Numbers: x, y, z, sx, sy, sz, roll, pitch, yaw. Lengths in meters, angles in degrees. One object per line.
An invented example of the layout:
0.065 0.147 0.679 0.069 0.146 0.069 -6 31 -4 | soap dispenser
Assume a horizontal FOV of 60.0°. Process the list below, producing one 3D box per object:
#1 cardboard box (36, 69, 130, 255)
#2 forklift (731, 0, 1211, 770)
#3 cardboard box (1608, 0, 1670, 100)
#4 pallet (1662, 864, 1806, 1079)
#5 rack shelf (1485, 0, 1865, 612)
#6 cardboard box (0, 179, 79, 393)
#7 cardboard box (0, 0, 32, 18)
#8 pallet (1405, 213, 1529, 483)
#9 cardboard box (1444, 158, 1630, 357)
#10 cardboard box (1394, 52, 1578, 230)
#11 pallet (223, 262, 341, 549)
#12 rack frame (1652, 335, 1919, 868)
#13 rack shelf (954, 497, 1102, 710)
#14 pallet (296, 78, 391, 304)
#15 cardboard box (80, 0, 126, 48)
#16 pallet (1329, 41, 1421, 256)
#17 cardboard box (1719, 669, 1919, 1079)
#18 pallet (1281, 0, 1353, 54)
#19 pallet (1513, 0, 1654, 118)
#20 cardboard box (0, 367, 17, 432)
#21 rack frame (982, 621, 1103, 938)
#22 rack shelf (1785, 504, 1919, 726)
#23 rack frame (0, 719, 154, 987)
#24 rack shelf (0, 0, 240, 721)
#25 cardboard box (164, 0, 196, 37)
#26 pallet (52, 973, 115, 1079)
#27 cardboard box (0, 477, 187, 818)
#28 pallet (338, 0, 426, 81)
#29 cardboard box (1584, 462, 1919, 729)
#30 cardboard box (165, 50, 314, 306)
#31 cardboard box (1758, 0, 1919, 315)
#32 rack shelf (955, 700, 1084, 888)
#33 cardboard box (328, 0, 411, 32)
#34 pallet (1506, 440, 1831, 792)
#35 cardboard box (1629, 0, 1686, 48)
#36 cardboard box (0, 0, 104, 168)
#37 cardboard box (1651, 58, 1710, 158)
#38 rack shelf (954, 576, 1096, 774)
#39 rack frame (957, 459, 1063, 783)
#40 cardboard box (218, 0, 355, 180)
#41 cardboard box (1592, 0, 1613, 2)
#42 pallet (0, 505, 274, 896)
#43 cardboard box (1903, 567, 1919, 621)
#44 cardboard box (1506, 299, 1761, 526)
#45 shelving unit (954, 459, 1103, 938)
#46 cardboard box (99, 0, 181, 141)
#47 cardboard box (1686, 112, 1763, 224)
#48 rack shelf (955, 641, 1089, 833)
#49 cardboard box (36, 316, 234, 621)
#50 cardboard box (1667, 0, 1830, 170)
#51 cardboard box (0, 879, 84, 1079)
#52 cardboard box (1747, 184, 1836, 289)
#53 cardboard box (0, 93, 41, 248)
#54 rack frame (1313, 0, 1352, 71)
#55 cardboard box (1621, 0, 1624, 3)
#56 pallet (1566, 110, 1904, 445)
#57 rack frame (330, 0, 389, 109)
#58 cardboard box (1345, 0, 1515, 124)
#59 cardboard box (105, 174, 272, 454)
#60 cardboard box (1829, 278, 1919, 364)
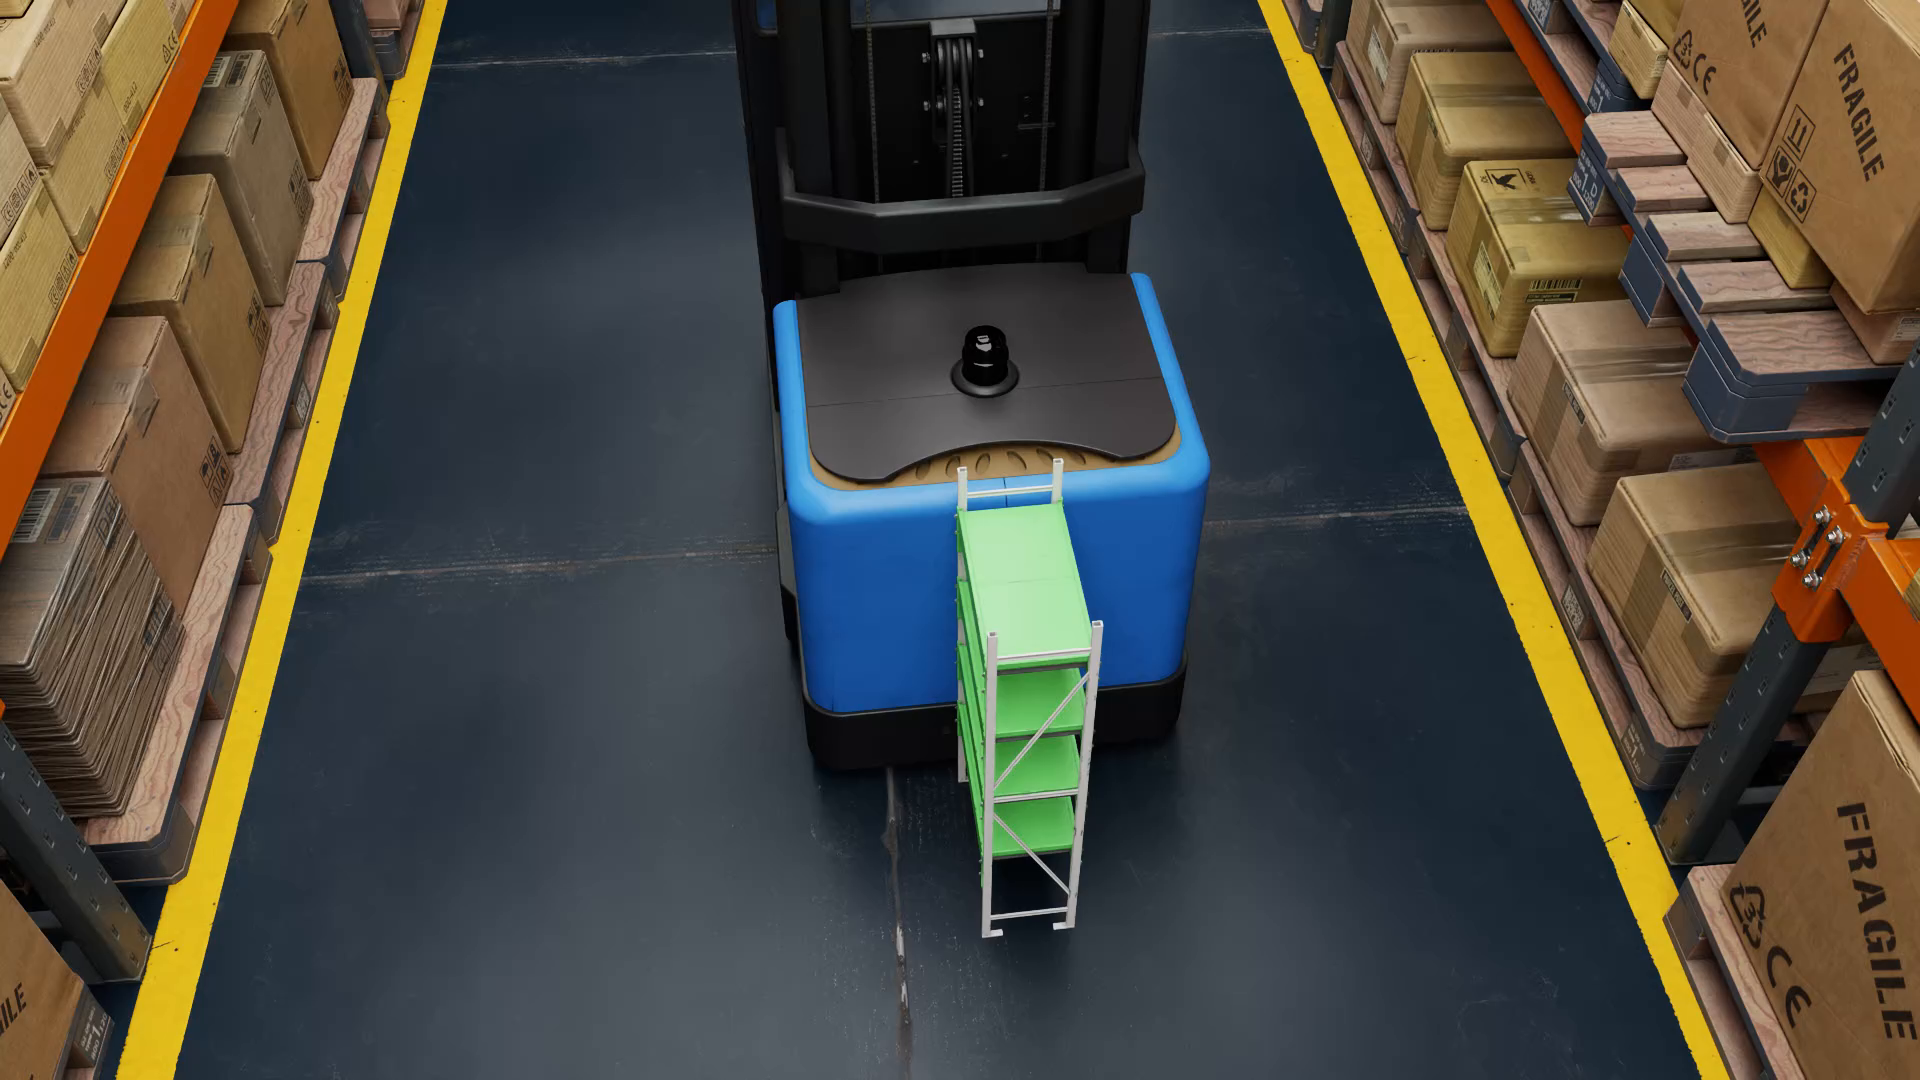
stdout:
-2.447 -0.951 4.188 0.500 0.250 0.500 -5 47 -5 | cardboard box
-0.078 -1.458 4.612 1.130 2.935 3.031 -5 47 -5 | forklift
1.907 -1.265 4.266 0.380 0.149 0.250 -3 47 -3 | cardboard box
2.370 1.299 3.874 1.003 0.211 1.213 -3 47 -3 | pallet
2.212 -1.434 5.038 1.077 0.370 4.000 -3 47 -3 | rack shelf
-2.397 -0.579 3.835 0.500 0.250 0.500 -4 47 -4 | cardboard box
-2.418 -1.369 3.965 0.380 0.149 0.250 -3 47 -2 | cardboard box
2.217 -0.722 5.788 1.003 0.211 1.213 -3 47 -3 | pallet
2.215 -0.967 5.621 0.950 0.372 0.625 -2 47 -2 | cardboard box
2.155 -1.470 6.097 0.950 0.372 0.625 -1 47 -1 | cardboard box
-2.695 -0.450 5.531 1.003 0.211 1.213 -3 47 -3 | pallet
2.380 -0.235 3.406 1.000 3.000 0.127 -3 47 -3 | rack frame
0.145 0.134 3.724 0.258 0.148 0.480 -5 47 -5 | rack shelf
-2.801 -1.335 6.369 1.003 0.211 1.213 -3 47 -3 | pallet
-2.495 -1.497 4.360 0.500 0.250 0.500 -3 47 -3 | cardboard box
2.111 -1.607 6.626 1.003 0.211 1.213 -3 47 -3 | pallet
2.355 0.856 3.547 0.875 0.875 0.875 -4 47 -4 | cardboard box
1.953 -2.654 7.618 1.003 0.211 1.213 -3 47 -3 | pallet
2.173 -1.598 4.830 1.003 0.211 1.213 -3 47 -3 | pallet
-2.360 -0.215 3.490 0.500 0.250 0.500 -3 47 -3 | cardboard box
0.175 0.596 3.860 0.240 1.200 0.015 -5 47 -5 | rack frame
2.547 1.460 2.297 1.077 0.370 4.000 -3 47 -3 | rack shelf
-2.566 0.070 3.118 1.000 3.000 0.127 -3 47 -3 | rack frame
-2.734 -1.130 4.750 1.077 0.370 4.000 -3 47 -3 | rack shelf
-2.540 -1.699 4.897 0.500 0.250 0.500 -3 47 -3 | cardboard box
-2.542 1.571 3.617 1.003 0.211 1.213 -3 47 -3 | pallet
-2.605 0.290 4.256 0.875 0.625 0.625 -2 47 -2 | cardboard box
-2.926 -2.443 7.419 1.003 0.211 1.213 -3 47 -3 | pallet
2.342 0.115 4.596 0.950 0.372 0.625 -6 47 -6 | cardboard box
-2.789 -1.213 5.679 0.875 0.625 0.625 -4 47 -4 | cardboard box
2.064 -0.828 3.405 0.500 0.500 0.500 -5 47 -4 | cardboard box
0.145 0.629 4.247 0.258 0.148 0.480 -5 47 -5 | rack shelf
-2.612 -2.393 7.055 0.500 0.250 0.500 -3 47 -3 | cardboard box
2.316 0.159 4.954 1.003 0.211 1.213 -3 47 -3 | pallet
1.967 -1.566 4.104 0.500 0.500 0.500 -6 47 -6 | cardboard box
-2.427 -1.129 4.012 0.500 0.250 0.500 -5 47 -4 | cardboard box
1.944 -1.067 4.079 0.380 0.149 0.250 -5 47 -5 | cardboard box
0.145 0.299 3.898 0.258 0.148 0.480 -5 47 -5 | rack shelf
0.114 0.244 4.192 0.240 1.200 0.015 -5 47 -5 | rack frame
-2.846 -1.775 6.212 0.875 0.625 0.625 -2 47 -2 | cardboard box
1.909 -1.632 4.613 0.380 0.149 0.250 -5 47 -5 | cardboard box
-2.596 0.431 4.697 1.003 0.211 1.213 -3 47 -3 | pallet
2.170 0.186 3.111 0.500 0.250 0.500 -4 47 -4 | cardboard box
2.272 -0.418 5.101 0.950 0.372 0.625 -4 47 -4 | cardboard box
0.145 0.420 4.026 0.258 1.200 0.503 -5 47 -5 | shelving unit
-2.489 -1.326 4.543 0.500 0.250 0.500 -2 47 -2 | cardboard box
1.957 -0.885 3.906 0.380 0.149 0.250 -4 47 -4 | cardboard box
0.145 0.464 4.072 0.258 0.148 0.480 -5 47 -5 | rack shelf
-2.668 -0.182 4.703 0.875 0.625 0.625 -2 47 -2 | cardboard box
2.010 -1.201 3.759 0.500 0.500 0.500 -4 47 -4 | cardboard box
-2.317 1.078 3.596 0.500 0.500 0.500 -2 47 -2 | cardboard box
2.023 -0.705 3.736 0.380 0.149 0.250 -3 47 -3 | cardboard box
-2.401 -0.749 3.652 0.500 0.250 0.500 -2 47 -2 | cardboard box
2.045 -3.129 6.147 1.000 3.000 0.127 -3 47 -3 | rack frame
2.012 -1.455 4.446 0.380 0.149 0.250 -3 47 -3 | cardboard box
2.214 -0.678 3.958 1.213 0.211 1.003 -3 47 -3 | pallet
-2.901 -2.824 5.859 1.000 3.000 0.127 -3 47 -3 | rack frame
2.091 -1.990 6.589 0.950 0.372 0.625 -3 47 -3 | cardboard box
-2.724 -0.669 5.164 0.875 0.625 0.625 -5 47 -5 | cardboard box
2.118 -0.515 3.556 0.380 0.149 0.250 -2 47 -2 | cardboard box
